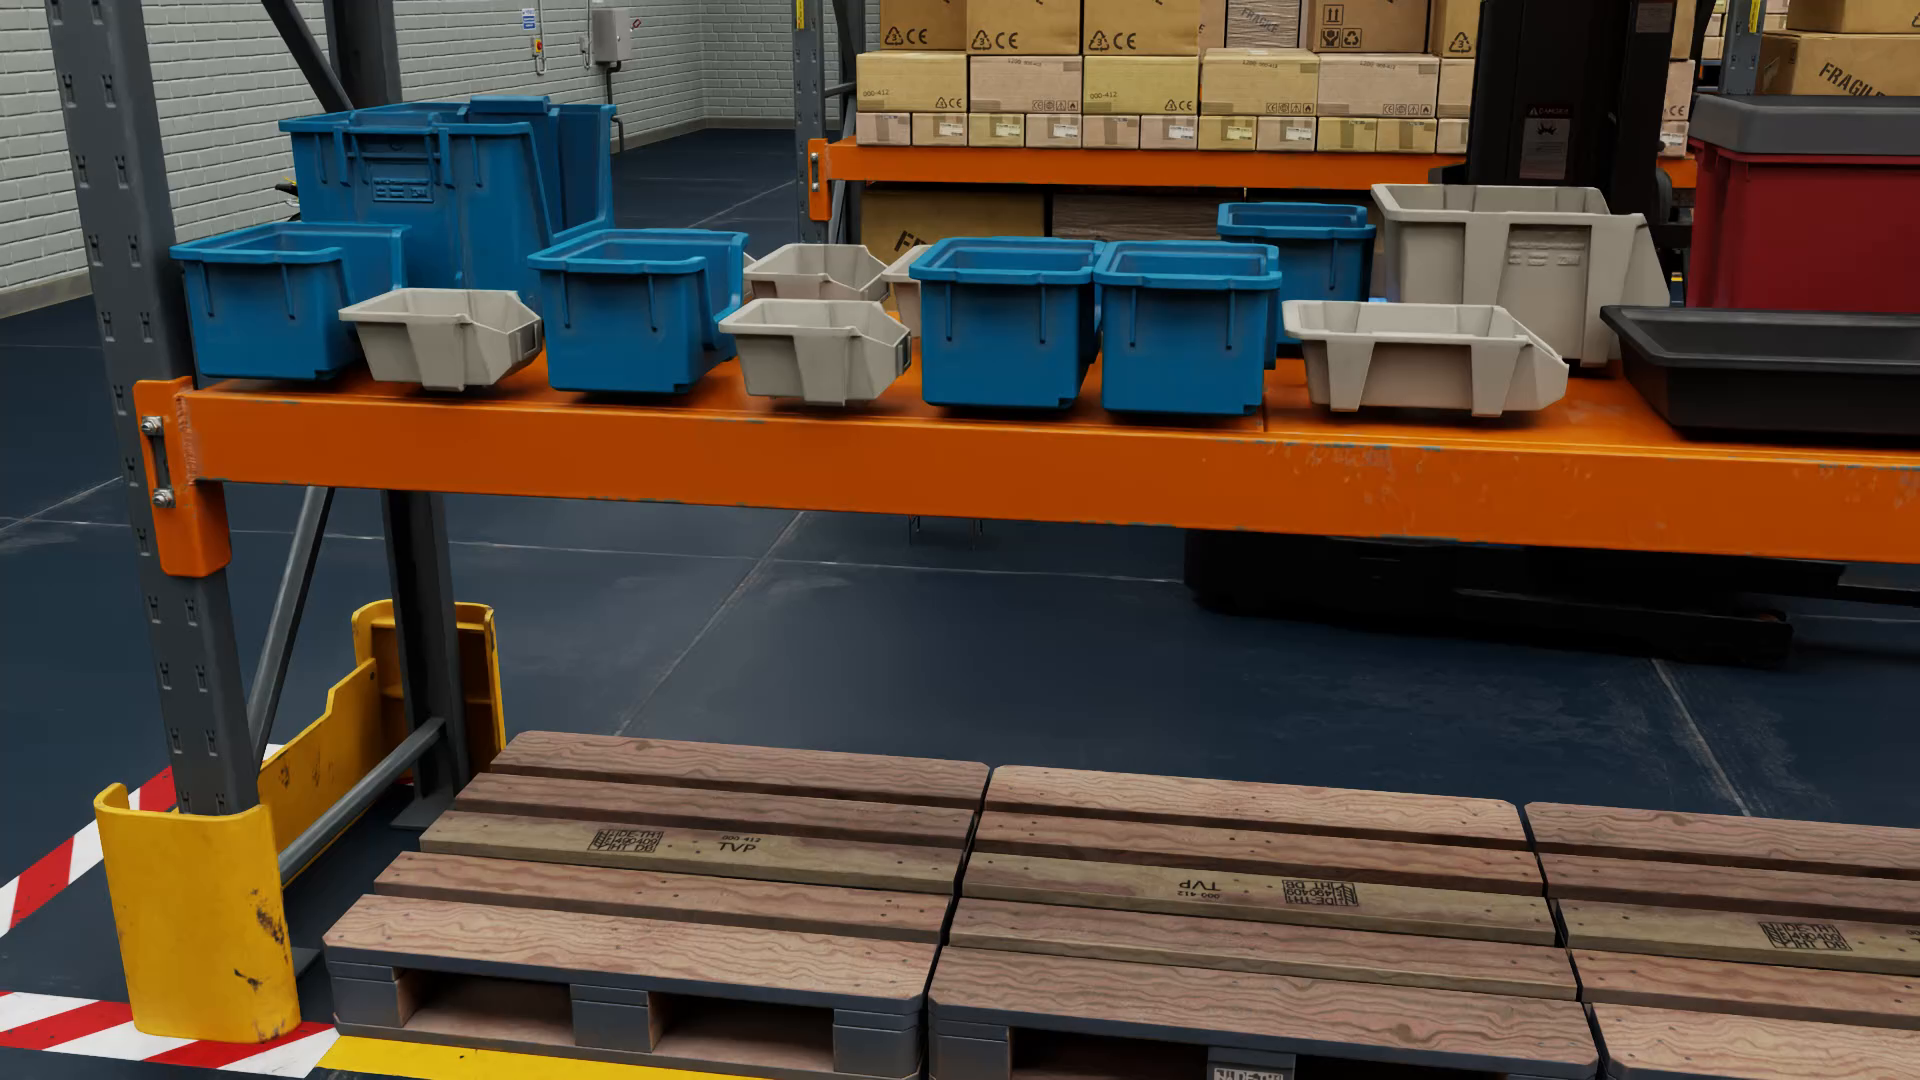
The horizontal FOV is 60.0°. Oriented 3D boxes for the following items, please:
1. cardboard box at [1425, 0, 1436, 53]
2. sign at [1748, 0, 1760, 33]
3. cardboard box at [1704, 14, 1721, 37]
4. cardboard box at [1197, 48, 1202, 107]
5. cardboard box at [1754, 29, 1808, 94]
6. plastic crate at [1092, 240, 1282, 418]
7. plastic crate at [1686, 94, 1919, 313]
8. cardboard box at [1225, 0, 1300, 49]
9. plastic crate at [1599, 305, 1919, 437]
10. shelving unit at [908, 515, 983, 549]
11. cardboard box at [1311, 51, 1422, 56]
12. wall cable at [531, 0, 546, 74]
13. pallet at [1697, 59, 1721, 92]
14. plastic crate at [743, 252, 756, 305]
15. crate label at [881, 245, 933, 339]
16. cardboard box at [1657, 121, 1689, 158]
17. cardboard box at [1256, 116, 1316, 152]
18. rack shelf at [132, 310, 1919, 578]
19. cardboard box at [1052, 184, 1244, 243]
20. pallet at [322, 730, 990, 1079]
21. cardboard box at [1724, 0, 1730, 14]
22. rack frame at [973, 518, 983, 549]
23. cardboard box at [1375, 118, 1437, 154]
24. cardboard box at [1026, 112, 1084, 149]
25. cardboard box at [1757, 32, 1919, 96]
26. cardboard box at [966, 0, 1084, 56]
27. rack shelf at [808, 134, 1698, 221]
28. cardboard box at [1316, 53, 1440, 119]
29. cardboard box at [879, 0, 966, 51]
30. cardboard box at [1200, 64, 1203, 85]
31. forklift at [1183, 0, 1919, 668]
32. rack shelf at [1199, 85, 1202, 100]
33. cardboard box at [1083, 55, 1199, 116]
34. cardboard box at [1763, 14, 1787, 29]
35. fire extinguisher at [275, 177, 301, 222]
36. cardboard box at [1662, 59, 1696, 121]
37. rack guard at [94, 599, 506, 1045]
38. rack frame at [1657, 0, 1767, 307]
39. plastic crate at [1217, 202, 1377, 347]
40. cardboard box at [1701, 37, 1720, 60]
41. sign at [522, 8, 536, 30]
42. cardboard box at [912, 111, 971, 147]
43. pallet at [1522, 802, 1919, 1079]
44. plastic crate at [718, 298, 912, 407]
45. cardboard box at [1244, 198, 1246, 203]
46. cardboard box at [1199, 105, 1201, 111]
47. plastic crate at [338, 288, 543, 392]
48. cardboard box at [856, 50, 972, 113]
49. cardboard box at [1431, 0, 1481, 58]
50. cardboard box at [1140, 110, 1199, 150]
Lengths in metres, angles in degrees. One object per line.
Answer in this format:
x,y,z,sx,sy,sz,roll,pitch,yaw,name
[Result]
2.415,-2.518,7.687,0.500,0.500,0.500,3,19,9,cardboard box
3.246,-2.235,6.767,0.005,0.325,0.100,3,19,9,sign
5.046,-3.542,11.427,0.250,0.149,0.380,3,19,10,cardboard box
0.907,-2.240,8.038,0.500,0.250,0.500,2,19,7,cardboard box
3.838,-2.071,7.607,0.500,0.500,0.500,3,19,9,cardboard box
0.385,-0.363,2.830,0.300,0.233,0.416,3,19,9,plastic crate
1.705,-0.592,3.149,0.583,0.464,0.402,3,19,9,plastic crate
2.187,-3.719,12.065,0.500,0.500,0.500,2,19,7,cardboard box
1.399,-0.280,2.751,0.590,0.125,0.437,3,19,9,plastic crate
-0.053,-0.501,6.145,0.252,1.050,0.215,3,19,9,shelving unit
1.907,-2.188,7.882,0.500,0.250,0.500,3,19,10,cardboard box
-4.616,-6.040,17.978,0.123,1.953,0.585,3,19,9,wall cable
4.950,-3.335,11.845,1.213,0.211,1.003,3,19,9,pallet
-0.569,-0.530,3.480,0.243,0.136,0.396,3,19,9,plastic crate
-0.006,-0.504,3.404,0.243,0.136,0.396,3,19,9,crate label
2.979,-1.755,7.216,0.250,0.149,0.380,3,19,9,cardboard box
1.459,-1.832,7.448,0.250,0.149,0.380,3,19,10,cardboard box
0.572,-0.169,3.215,4.000,0.370,1.077,3,19,9,rack shelf
0.926,-1.301,8.151,0.875,0.875,0.875,3,19,9,cardboard box
-0.594,0.765,3.683,1.213,0.211,1.003,3,19,9,pallet
5.310,-3.669,11.338,0.250,0.149,0.380,3,19,8,cardboard box
0.068,-0.494,6.126,0.008,1.050,0.200,3,19,9,rack frame
1.963,-1.806,7.371,0.250,0.149,0.380,3,19,10,cardboard box
0.445,-1.884,7.603,0.250,0.149,0.380,3,19,8,cardboard box
3.747,-1.907,7.118,0.500,0.500,0.500,3,19,9,cardboard box
0.308,-2.454,7.496,0.500,0.500,0.500,2,19,7,cardboard box
1.358,-1.721,7.852,4.000,0.370,1.077,3,19,9,rack shelf
1.840,-2.022,7.387,0.500,0.250,0.500,3,19,10,cardboard box
-0.094,-2.646,8.069,0.500,0.500,0.500,3,19,9,cardboard box
1.833,-3.430,12.224,0.250,0.149,0.380,3,19,8,cardboard box
2.334,-1.184,5.223,3.031,2.935,1.130,5,19,15,forklift
2.244,-3.269,12.481,4.000,0.370,1.077,3,19,9,rack shelf
0.824,-2.073,7.539,0.500,0.250,0.500,2,19,7,cardboard box
5.569,-3.516,11.350,0.250,0.149,0.380,4,19,11,cardboard box
-1.479,-0.547,3.921,0.183,0.674,0.296,3,19,9,fire extinguisher
2.855,-1.971,7.234,0.500,0.250,0.500,3,19,8,cardboard box
-1.428,0.577,3.789,0.348,0.500,1.175,3,19,9,rack guard
3.332,-1.961,7.437,0.127,3.000,1.000,3,19,9,rack frame
0.666,-0.537,3.349,0.300,0.233,0.416,3,19,9,plastic crate
5.056,-3.400,11.472,0.250,0.149,0.380,3,19,9,cardboard box
-4.684,-5.660,18.065,0.001,0.218,0.327,3,19,9,sign
-0.065,-1.910,7.679,0.250,0.149,0.380,3,19,8,cardboard box
1.815,0.888,3.316,1.213,0.211,1.003,3,19,9,pallet
-0.238,-0.322,2.860,0.298,0.136,0.250,3,19,9,plastic crate
2.051,-2.546,12.546,0.250,0.149,0.380,4,19,11,cardboard box
1.296,-2.052,8.103,0.250,0.149,0.380,3,19,10,cardboard box
-0.907,-0.357,2.962,0.298,0.136,0.250,3,19,9,plastic crate
-0.186,-2.124,7.690,0.500,0.250,0.500,2,19,7,cardboard box
2.342,-2.353,7.193,0.500,0.500,0.500,3,19,9,cardboard box
0.951,-1.858,7.525,0.250,0.149,0.380,3,19,8,cardboard box
